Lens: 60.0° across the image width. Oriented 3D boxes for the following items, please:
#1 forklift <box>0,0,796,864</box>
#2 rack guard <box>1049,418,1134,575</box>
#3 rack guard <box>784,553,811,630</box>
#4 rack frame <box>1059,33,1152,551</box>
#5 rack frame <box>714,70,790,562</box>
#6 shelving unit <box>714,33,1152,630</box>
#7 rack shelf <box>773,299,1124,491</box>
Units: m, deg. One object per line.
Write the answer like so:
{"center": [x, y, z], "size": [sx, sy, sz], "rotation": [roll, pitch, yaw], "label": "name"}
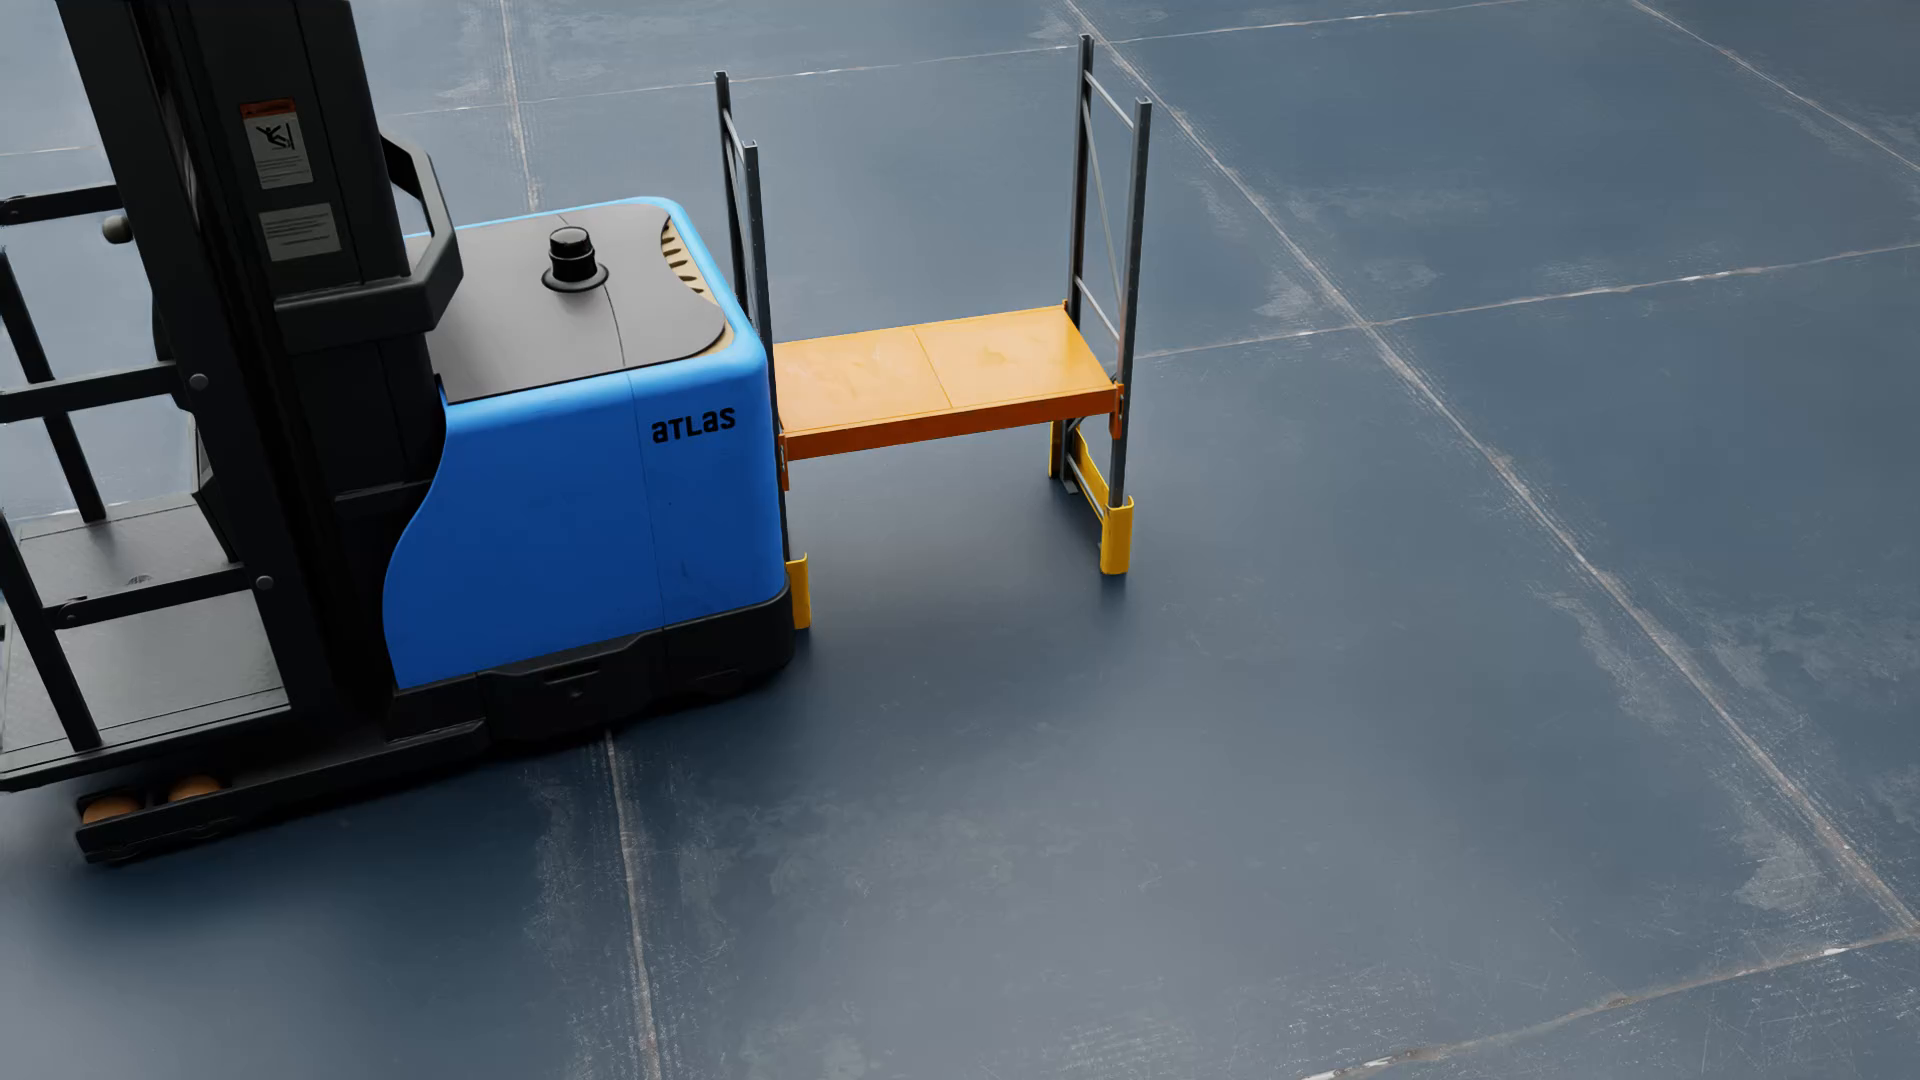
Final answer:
{"center": [-2.038, -0.722, 3.781], "size": [3.031, 2.935, 1.130], "rotation": [-13, 39, -17], "label": "forklift"}
{"center": [0.409, -0.167, 5.263], "size": [0.087, 0.250, 0.587], "rotation": [-9, 38, -12], "label": "rack guard"}
{"center": [-0.552, -0.008, 5.055], "size": [0.087, 0.250, 0.587], "rotation": [-9, 38, -12], "label": "rack guard"}
{"center": [0.410, -0.664, 4.883], "size": [0.032, 1.500, 0.500], "rotation": [-9, 38, -12], "label": "rack frame"}
{"center": [-0.571, -0.501, 4.671], "size": [0.032, 1.500, 0.500], "rotation": [-9, 38, -12], "label": "rack frame"}
{"center": [-0.072, -0.584, 4.779], "size": [1.083, 1.500, 0.587], "rotation": [-9, 38, -12], "label": "shelving unit"}
{"center": [-0.081, -0.440, 4.886], "size": [1.000, 0.185, 0.538], "rotation": [-9, 38, -12], "label": "rack shelf"}
